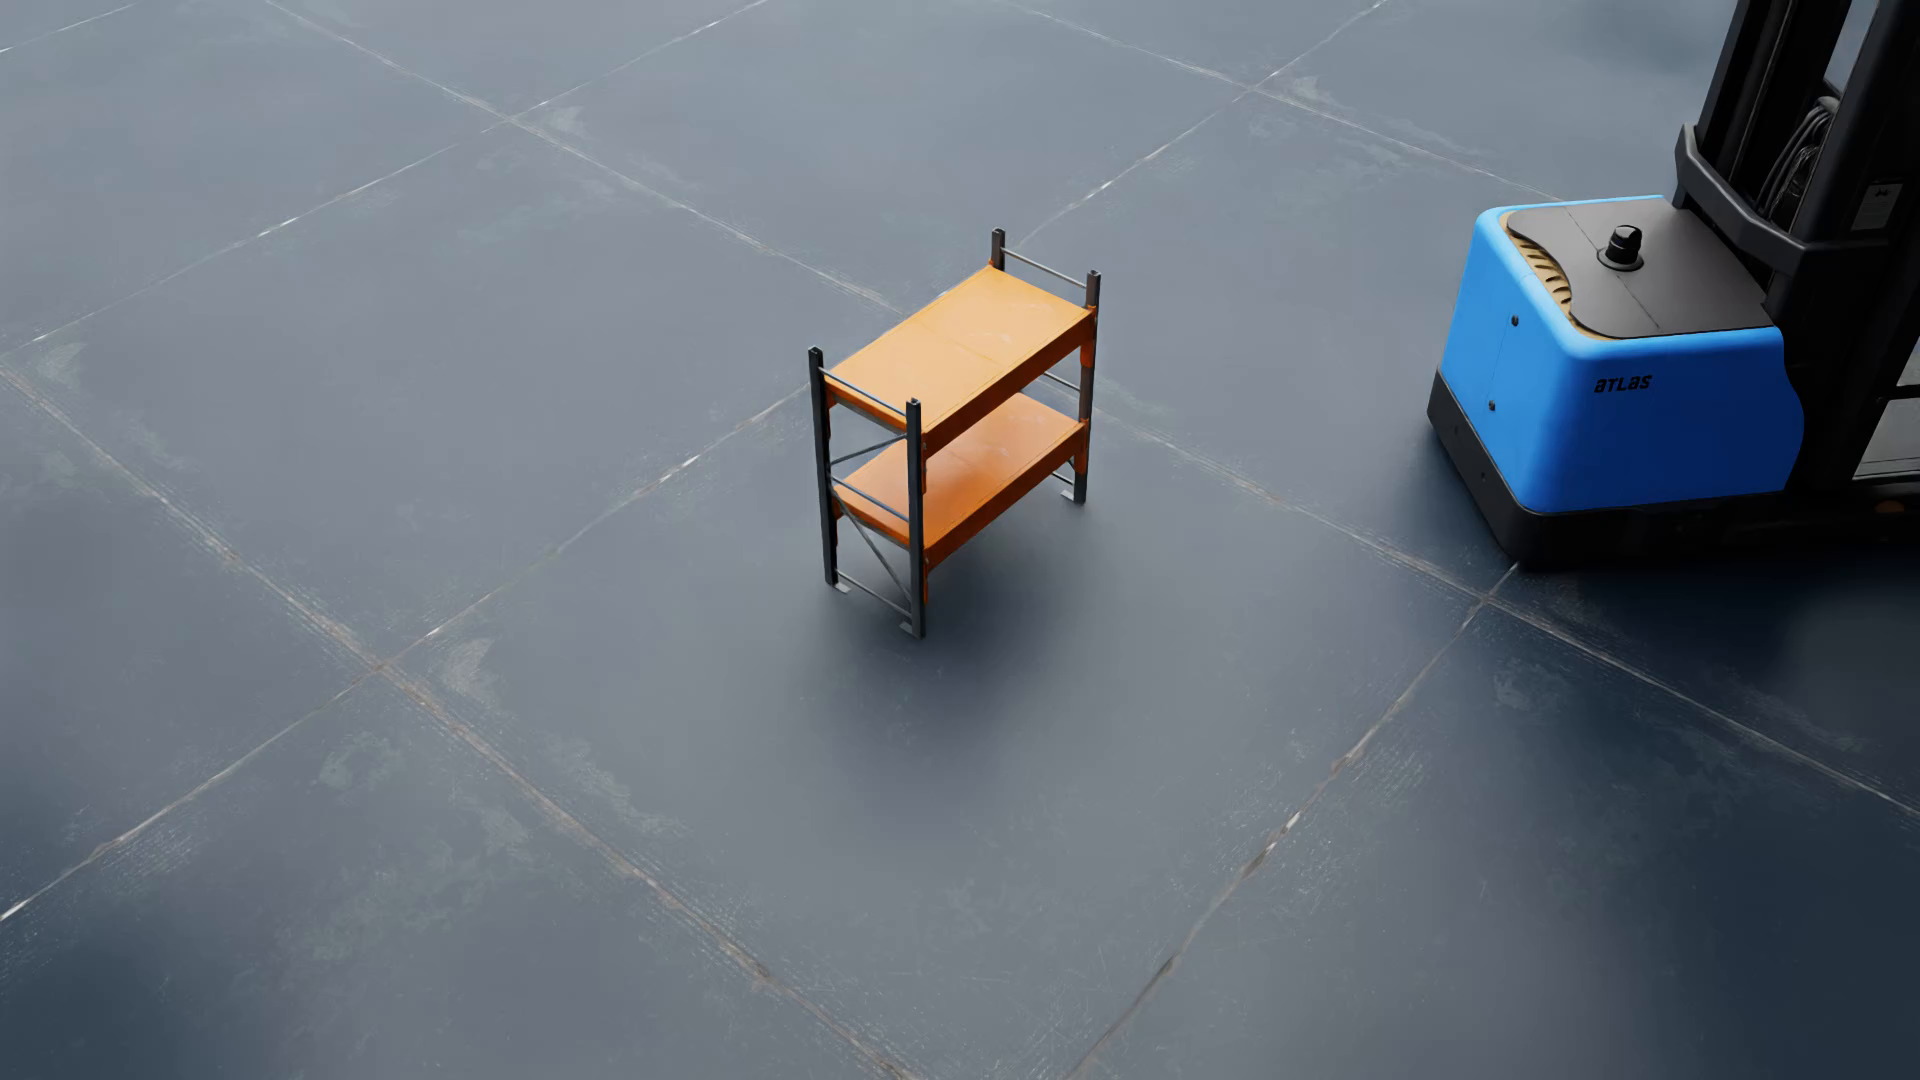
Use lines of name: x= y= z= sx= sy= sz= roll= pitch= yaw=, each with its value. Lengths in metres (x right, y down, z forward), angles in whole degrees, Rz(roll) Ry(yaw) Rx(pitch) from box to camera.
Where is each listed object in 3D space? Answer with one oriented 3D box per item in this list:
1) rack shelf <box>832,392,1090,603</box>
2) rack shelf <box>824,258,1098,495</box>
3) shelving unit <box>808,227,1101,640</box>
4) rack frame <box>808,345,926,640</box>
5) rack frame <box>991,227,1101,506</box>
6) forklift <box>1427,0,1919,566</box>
rack shelf: x=-0.004 y=-0.232 z=6.532 sx=0.538 sy=0.278 sz=1.000 roll=29 pitch=50 yaw=28
rack shelf: x=-0.004 y=-0.629 z=6.171 sx=0.538 sy=0.278 sz=1.000 roll=29 pitch=50 yaw=28
shelving unit: x=-0.004 y=-0.413 z=6.368 sx=0.538 sy=1.125 sz=1.048 roll=29 pitch=50 yaw=28
rack frame: x=-0.332 y=-0.151 z=6.080 sx=0.500 sy=1.125 sz=0.032 roll=29 pitch=50 yaw=28
rack frame: x=0.323 y=-0.674 z=6.656 sx=0.500 sy=1.125 sz=0.032 roll=29 pitch=50 yaw=28
forklift: x=3.594 y=-1.431 z=6.145 sx=3.031 sy=2.935 sz=1.130 roll=-6 pitch=43 yaw=-6
